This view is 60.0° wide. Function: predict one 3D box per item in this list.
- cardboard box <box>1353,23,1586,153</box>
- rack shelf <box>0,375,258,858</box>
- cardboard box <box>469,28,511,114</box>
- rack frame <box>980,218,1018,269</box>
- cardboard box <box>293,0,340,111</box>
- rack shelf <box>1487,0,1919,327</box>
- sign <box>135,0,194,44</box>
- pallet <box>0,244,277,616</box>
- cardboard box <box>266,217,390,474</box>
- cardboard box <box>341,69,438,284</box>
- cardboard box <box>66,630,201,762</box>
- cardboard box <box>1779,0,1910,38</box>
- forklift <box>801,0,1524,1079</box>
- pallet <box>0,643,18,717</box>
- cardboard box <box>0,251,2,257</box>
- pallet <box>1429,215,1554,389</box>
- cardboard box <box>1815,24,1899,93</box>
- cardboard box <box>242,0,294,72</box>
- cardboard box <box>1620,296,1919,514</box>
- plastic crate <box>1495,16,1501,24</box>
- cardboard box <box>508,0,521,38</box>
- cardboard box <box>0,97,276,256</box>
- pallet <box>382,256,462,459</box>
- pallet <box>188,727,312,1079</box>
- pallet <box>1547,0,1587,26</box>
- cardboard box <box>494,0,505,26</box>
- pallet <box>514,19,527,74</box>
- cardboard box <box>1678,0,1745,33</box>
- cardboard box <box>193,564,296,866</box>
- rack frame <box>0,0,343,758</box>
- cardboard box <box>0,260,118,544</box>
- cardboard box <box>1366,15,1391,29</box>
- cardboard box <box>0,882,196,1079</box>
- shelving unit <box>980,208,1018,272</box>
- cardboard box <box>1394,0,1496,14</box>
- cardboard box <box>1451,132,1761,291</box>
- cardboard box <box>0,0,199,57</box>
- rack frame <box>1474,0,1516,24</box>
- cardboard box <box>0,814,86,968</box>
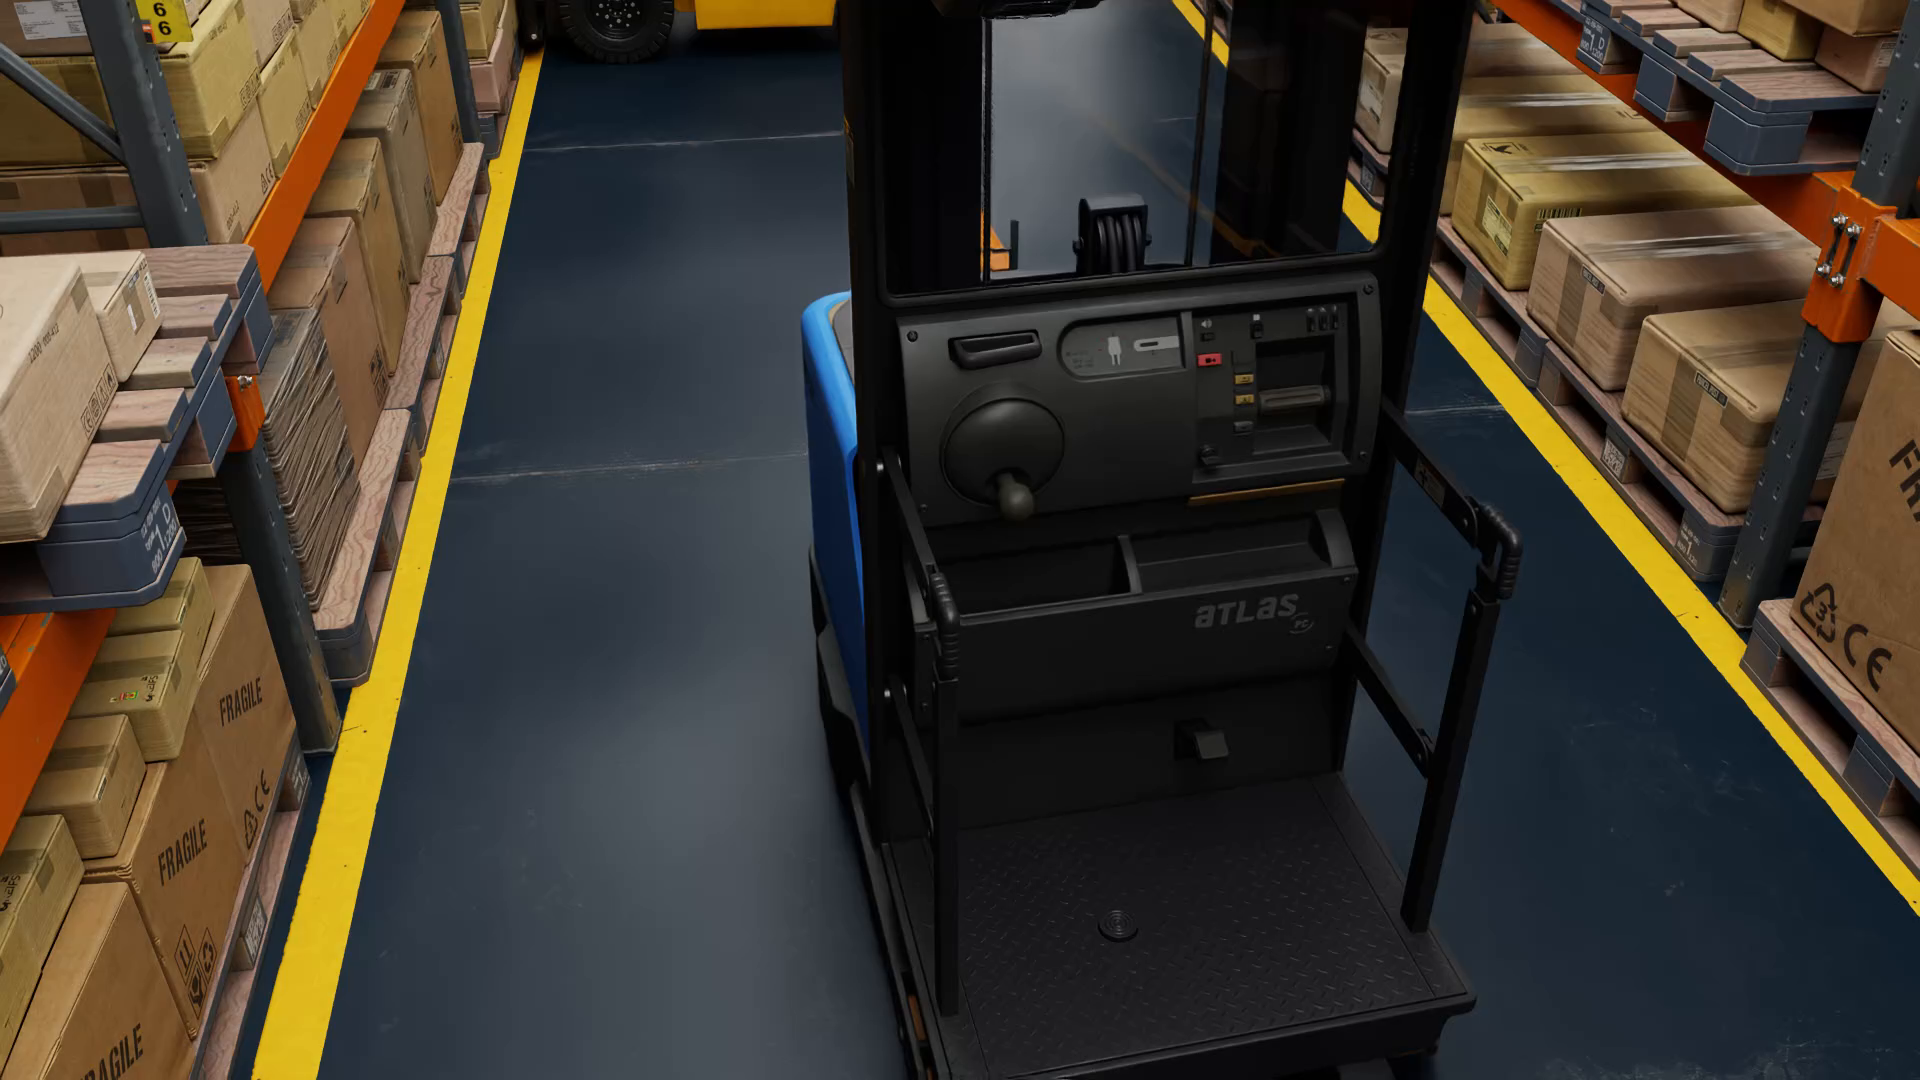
[{"bbox_3d":[2.291,-2.071,7.586,0.950,0.372,0.625,-4,34,-6],"label":"cardboard box"},{"bbox_3d":[-1.894,0.748,2.128,1.077,0.370,4.000,-4,35,-6],"label":"rack shelf"},{"bbox_3d":[-2.437,-2.230,7.927,0.500,0.250,0.500,-4,34,-6],"label":"cardboard box"},{"bbox_3d":[0.034,-0.330,4.669,0.240,1.200,0.015,-7,35,-11],"label":"rack frame"},{"bbox_3d":[-2.119,-1.438,4.829,0.500,0.250,0.500,-5,35,-8],"label":"cardboard box"},{"bbox_3d":[2.487,-1.862,5.958,1.077,0.370,4.000,-4,35,-6],"label":"rack shelf"},{"bbox_3d":[-1.626,-1.158,3.327,0.100,0.325,0.005,-4,35,-6],"label":"sign"},{"bbox_3d":[-2.002,-0.213,3.070,1.213,0.211,1.003,-4,35,-6],"label":"pallet"},{"bbox_3d":[-2.329,-0.571,5.160,0.875,0.625,0.625,-3,34,-5],"label":"cardboard box"},{"bbox_3d":[-2.522,-1.366,6.326,0.875,0.625,0.625,-5,35,-7],"label":"cardboard box"},{"bbox_3d":[-1.778,0.332,3.370,0.380,0.149,0.250,-6,35,-9],"label":"cardboard box"},{"bbox_3d":[2.419,-1.614,4.229,0.500,0.500,0.500,-5,35,-8],"label":"cardboard box"},{"bbox_3d":[0.398,-0.205,2.948,1.130,2.935,3.031,-7,35,-10],"label":"forklift"},{"bbox_3d":[-1.896,0.499,2.025,1.003,0.211,1.213,-4,35,-6],"label":"pallet"},{"bbox_3d":[-2.476,-0.835,3.945,0.500,0.250,0.500,-5,35,-7],"label":"cardboard box"},{"bbox_3d":[2.491,-1.007,6.540,1.003,0.211,1.213,-4,35,-6],"label":"pallet"},{"bbox_3d":[2.478,-1.278,4.312,0.380,0.149,0.250,-3,34,-5],"label":"cardboard box"},{"bbox_3d":[-2.046,-1.356,4.265,0.500,0.250,0.500,-3,34,-5],"label":"cardboard box"},{"bbox_3d":[2.689,-0.447,5.203,0.950,0.372,0.625,-7,35,-10],"label":"cardboard box"},{"bbox_3d":[2.819,-3.007,9.592,0.402,0.080,0.583,-16,38,-23],"label":"plastic crate"},{"bbox_3d":[-2.606,-2.798,8.760,0.500,0.250,0.500,-4,34,-6],"label":"cardboard box"},{"bbox_3d":[-1.980,-0.870,3.996,0.500,0.250,0.500,-4,35,-6],"label":"cardboard box"},{"bbox_3d":[-2.395,-0.655,6.023,1.003,0.211,1.213,-4,35,-6],"label":"pallet"},{"bbox_3d":[-2.100,0.906,3.733,1.003,0.211,1.213,-4,35,-6],"label":"pallet"},{"bbox_3d":[2.449,-2.066,5.788,1.003,0.211,1.213,-4,35,-6],"label":"pallet"},{"bbox_3d":[-2.529,-2.716,8.196,0.500,0.250,0.500,-5,35,-7],"label":"cardboard box"},{"bbox_3d":[-2.933,-2.875,9.281,1.003,0.211,1.213,-4,35,-6],"label":"pallet"},{"bbox_3d":[2.292,-1.560,4.725,0.380,0.149,0.250,-5,35,-7],"label":"cardboard box"},{"bbox_3d":[-1.893,0.414,3.826,0.500,0.500,0.500,-3,34,-5],"label":"cardboard box"},{"bbox_3d":[-2.163,-0.665,3.563,1.000,3.000,0.127,-4,35,-6],"label":"rack frame"},{"bbox_3d":[-1.700,-0.213,2.659,0.500,0.250,0.500,-6,35,-9],"label":"cardboard box"},{"bbox_3d":[1.872,-2.622,8.503,0.500,0.250,0.500,-3,34,-4],"label":"cardboard box"},{"bbox_3d":[-1.763,0.986,2.987,0.500,0.500,0.500,-3,34,-4],"label":"cardboard box"},{"bbox_3d":[-0.020,-0.464,4.866,0.258,1.200,0.503,-7,35,-11],"label":"shelving unit"},{"bbox_3d":[2.406,-2.972,8.351,0.500,0.500,0.500,-3,34,-4],"label":"cardboard box"},{"bbox_3d":[2.486,-1.282,6.428,0.950,0.372,0.625,-3,34,-5],"label":"cardboard box"},{"bbox_3d":[-1.914,-1.175,3.646,0.380,0.149,0.250,-3,34,-5],"label":"cardboard box"},{"bbox_3d":[2.218,-3.276,7.393,1.000,3.000,0.127,-4,35,-6],"label":"rack frame"},{"bbox_3d":[-1.796,0.633,2.928,0.380,0.149,0.250,-3,34,-5],"label":"cardboard box"}]
